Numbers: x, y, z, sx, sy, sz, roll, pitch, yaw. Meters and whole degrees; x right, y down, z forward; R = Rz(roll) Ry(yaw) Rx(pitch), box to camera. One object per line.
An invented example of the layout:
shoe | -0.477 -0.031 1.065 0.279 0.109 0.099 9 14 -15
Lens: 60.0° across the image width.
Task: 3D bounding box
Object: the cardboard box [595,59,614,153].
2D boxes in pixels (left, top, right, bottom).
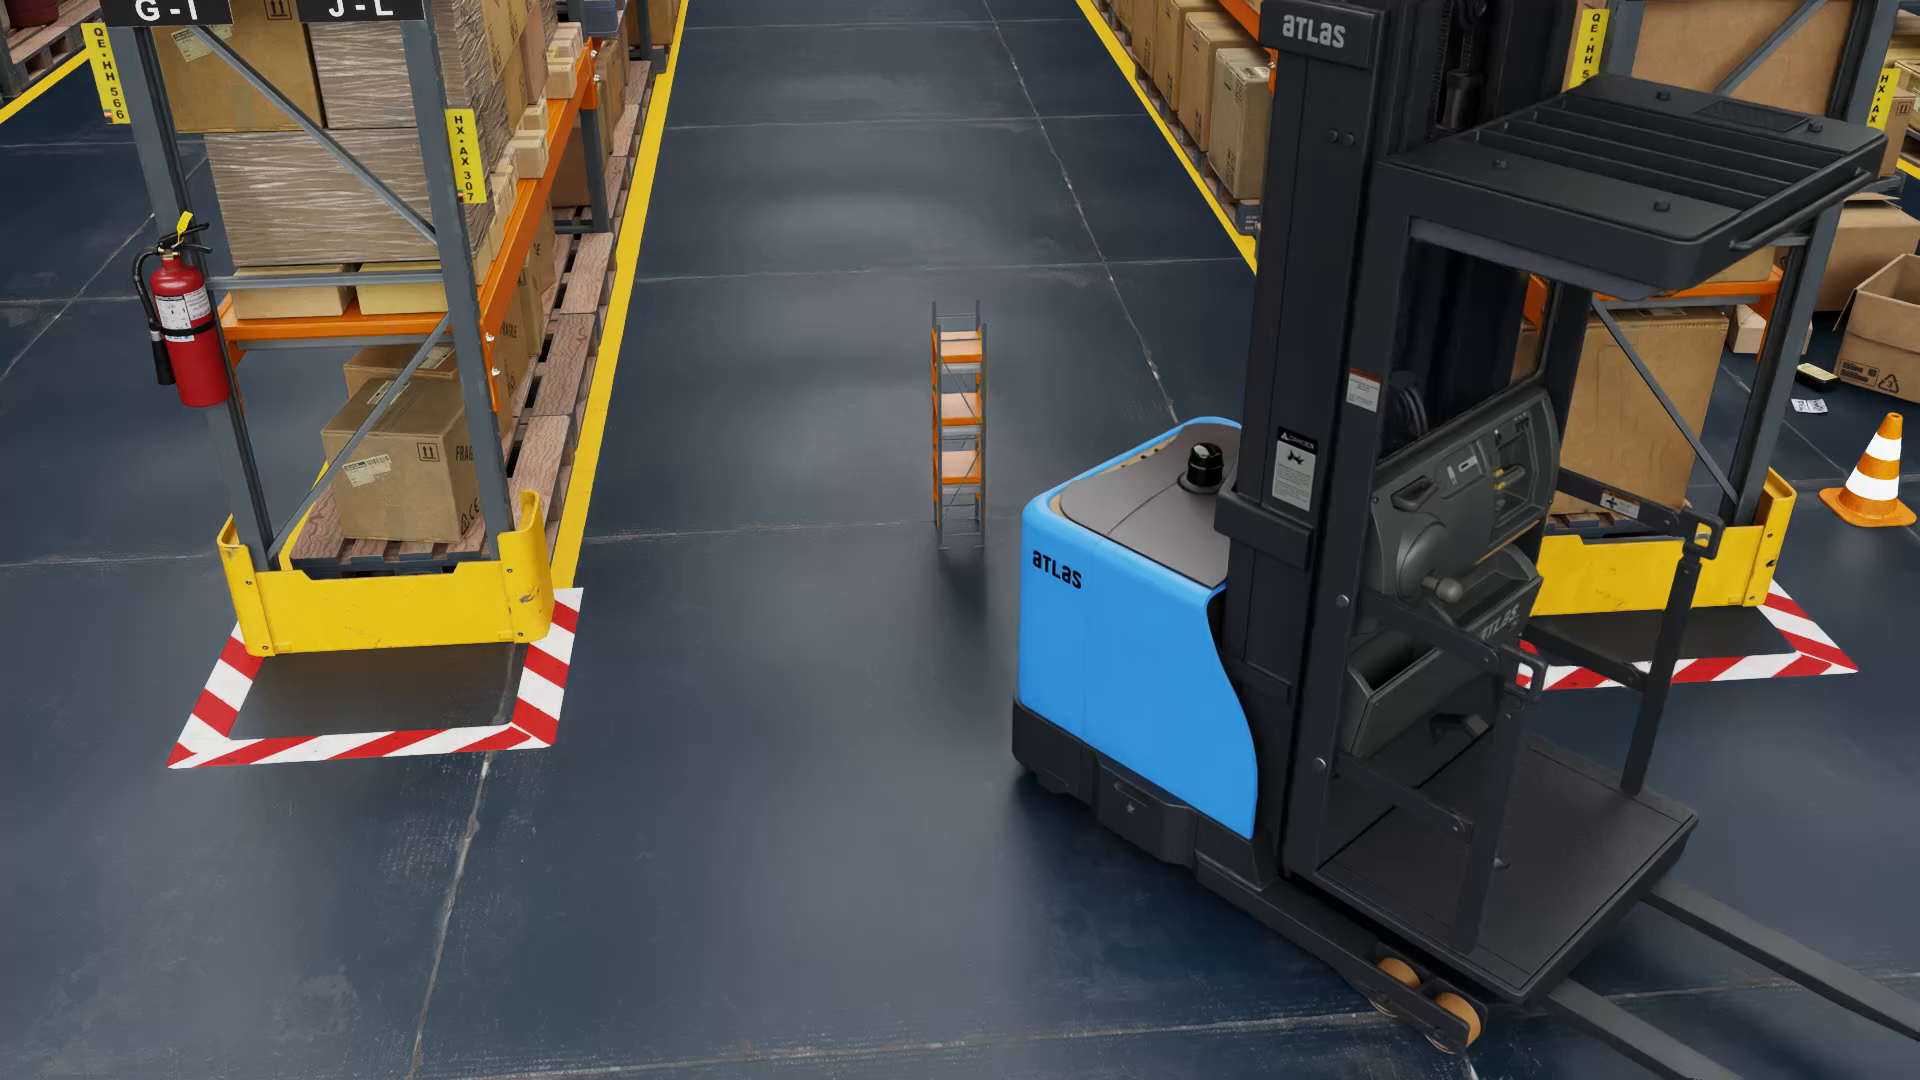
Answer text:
cardboard box | -2.715 -2.910 11.206 0.700 0.500 0.500 -5 31 -9

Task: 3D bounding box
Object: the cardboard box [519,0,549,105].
cardboard box | -2.461 -2.381 7.923 0.875 0.500 0.500 -3 31 -5

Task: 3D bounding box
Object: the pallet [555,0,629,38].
pallet | -2.527 -3.265 9.978 1.003 0.211 1.213 -3 31 -5

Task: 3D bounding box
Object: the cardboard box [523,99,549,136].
cardboard box | -2.162 -1.980 7.885 0.380 0.149 0.250 -3 31 -5

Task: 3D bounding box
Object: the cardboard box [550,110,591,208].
cardboard box | -2.636 -2.380 10.319 0.700 0.500 0.500 -5 31 -8

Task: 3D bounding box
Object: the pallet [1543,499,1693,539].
pallet | 2.569 -0.301 7.549 1.003 0.211 1.213 -3 31 -5

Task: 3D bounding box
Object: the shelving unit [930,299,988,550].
shelving unit | -0.005 -0.478 7.027 0.215 1.050 0.252 -3 31 -5

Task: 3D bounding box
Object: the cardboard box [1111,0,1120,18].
cardboard box | 1.607 -4.874 14.513 0.500 0.500 0.500 -2 31 -3

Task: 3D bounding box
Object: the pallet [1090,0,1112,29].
pallet | 1.791 -5.002 15.418 1.003 0.211 1.213 -3 31 -5

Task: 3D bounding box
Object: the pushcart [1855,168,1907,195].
pushcart | 5.001 -2.164 10.506 1.648 0.377 0.936 -14 33 -22

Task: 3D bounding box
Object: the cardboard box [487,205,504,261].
cardboard box | -2.028 -1.214 6.602 0.380 0.149 0.250 -3 31 -5

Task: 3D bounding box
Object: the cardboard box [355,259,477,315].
cardboard box | -2.016 -0.957 6.172 0.380 0.149 0.250 -3 31 -5

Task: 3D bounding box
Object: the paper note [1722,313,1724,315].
paper note | 4.296 -1.252 9.325 0.172 0.023 0.155 8 32 13

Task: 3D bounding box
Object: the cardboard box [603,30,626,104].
cardboard box | -2.827 -3.484 12.167 0.700 0.500 0.500 -5 31 -9

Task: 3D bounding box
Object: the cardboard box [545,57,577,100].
cardboard box | -2.176 -2.366 8.530 0.380 0.149 0.250 -3 31 -5

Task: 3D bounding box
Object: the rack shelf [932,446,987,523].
rack shelf | -0.005 -0.230 7.174 0.215 0.259 0.240 -3 31 -5

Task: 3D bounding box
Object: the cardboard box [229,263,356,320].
cardboard box | -2.459 -0.936 6.136 0.380 0.149 0.250 -3 31 -5

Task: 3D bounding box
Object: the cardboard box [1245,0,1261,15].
cardboard box | 2.033 -3.433 9.974 0.500 0.500 0.500 -3 31 -5

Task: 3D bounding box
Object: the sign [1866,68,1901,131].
sign | 3.274 -1.523 5.953 0.100 0.325 0.005 -3 31 -5

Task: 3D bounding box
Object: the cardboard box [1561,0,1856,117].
cardboard box | 2.725 -1.813 6.161 0.875 0.550 0.550 -3 31 -5

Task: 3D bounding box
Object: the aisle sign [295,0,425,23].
aisle sign | -1.922 -2.007 5.149 0.394 0.787 0.004 -3 31 -5

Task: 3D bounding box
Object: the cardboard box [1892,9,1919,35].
cardboard box | 7.013 -3.854 12.930 0.950 0.372 0.625 -3 31 -6

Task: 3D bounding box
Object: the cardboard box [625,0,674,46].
cardboard box | -3.018 -4.614 13.712 1.225 0.875 0.875 -4 31 -7

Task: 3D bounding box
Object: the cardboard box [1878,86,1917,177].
cardboard box | 5.497 -2.576 10.337 0.500 0.500 0.500 -3 31 -5

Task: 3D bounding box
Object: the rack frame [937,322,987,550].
rack frame | 0.006 -0.416 6.922 0.200 1.050 0.008 -3 31 -5

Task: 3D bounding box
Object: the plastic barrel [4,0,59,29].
plastic barrel | -8.073 -4.726 14.178 0.600 0.588 0.708 -3 31 -5

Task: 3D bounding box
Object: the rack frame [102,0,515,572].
rack frame | -2.226 -0.908 5.845 1.000 3.000 0.127 -3 31 -5

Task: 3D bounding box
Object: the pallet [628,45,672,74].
pallet | -2.973 -4.201 14.078 1.003 0.211 1.213 -3 31 -5

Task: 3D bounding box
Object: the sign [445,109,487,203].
sign | -1.686 -1.306 5.666 0.100 0.325 0.005 -3 31 -5

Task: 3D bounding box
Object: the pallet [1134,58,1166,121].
pallet | 1.972 -3.575 13.029 1.003 0.211 1.213 -3 31 -5

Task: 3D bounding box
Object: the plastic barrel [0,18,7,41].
plastic barrel | -7.968 -4.253 13.151 0.600 0.830 0.708 -3 31 -5

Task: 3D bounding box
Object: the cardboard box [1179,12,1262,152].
cardboard box | 2.114 -3.156 11.393 1.050 0.750 0.750 -3 31 -5

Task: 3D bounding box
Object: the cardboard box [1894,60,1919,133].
cardboard box | 7.144 -3.112 11.687 0.950 0.372 0.625 -1 31 -1

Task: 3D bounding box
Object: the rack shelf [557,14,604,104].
rack shelf | -2.787 -3.662 11.158 1.077 0.370 4.000 -3 31 -5

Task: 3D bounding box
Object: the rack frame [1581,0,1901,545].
rack frame | 2.721 -1.094 6.156 1.000 3.000 0.127 -3 31 -5

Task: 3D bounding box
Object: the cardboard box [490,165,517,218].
cardboard box | -2.089 -1.468 7.028 0.380 0.149 0.250 -3 31 -5

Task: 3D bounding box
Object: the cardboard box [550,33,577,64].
cardboard box | -2.274 -2.618 8.954 0.380 0.149 0.250 -3 31 -5

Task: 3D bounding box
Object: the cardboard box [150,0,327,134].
cardboard box | -2.524 -1.777 5.937 0.500 0.500 0.500 -3 31 -5

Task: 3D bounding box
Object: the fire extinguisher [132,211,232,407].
fire extinguisher | -2.675 -0.794 5.730 0.296 0.674 0.183 -3 31 -5

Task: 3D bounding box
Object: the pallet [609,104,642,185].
pallet | -2.791 -2.775 11.689 1.003 0.211 1.213 -3 31 -5

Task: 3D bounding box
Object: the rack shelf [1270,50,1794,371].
rack shelf | 2.534 -1.806 8.050 1.077 0.370 4.000 -3 31 -5

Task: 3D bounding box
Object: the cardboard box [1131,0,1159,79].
cardboard box | 1.941 -4.078 12.936 1.050 0.750 0.750 -3 31 -5

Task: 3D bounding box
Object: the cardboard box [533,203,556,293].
cardboard box | -2.542 -1.559 8.963 0.500 0.500 0.500 7 32 11

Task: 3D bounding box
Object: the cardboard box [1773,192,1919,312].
cardboard box | 4.860 -1.622 9.342 0.797 0.637 0.503 -3 31 -5

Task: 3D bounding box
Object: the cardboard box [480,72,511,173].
cardboard box | -2.420 -1.868 7.064 0.875 0.500 0.500 -3 31 -5

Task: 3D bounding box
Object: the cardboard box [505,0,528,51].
cardboard box | -2.094 -2.312 6.834 0.500 0.500 0.500 -3 31 -5

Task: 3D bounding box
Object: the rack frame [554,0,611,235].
rack frame | -2.600 -2.950 9.264 1.000 3.000 0.127 -3 31 -5

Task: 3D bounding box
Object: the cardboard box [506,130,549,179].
cardboard box | -2.059 -1.727 7.462 0.380 0.149 0.250 -3 31 -5

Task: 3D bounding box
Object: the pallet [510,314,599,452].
pallet | -2.385 -0.787 8.362 1.003 0.211 1.213 -3 31 -5

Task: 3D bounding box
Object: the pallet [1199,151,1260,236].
pallet | 2.200 -2.329 10.944 1.003 0.211 1.213 -3 31 -5

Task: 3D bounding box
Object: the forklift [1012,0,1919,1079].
forklift | 1.571 -0.085 4.535 1.130 2.935 3.031 -26 40 -37

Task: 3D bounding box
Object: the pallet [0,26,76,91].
pallet | -8.020 -3.958 13.671 1.003 0.211 1.213 -3 31 -5

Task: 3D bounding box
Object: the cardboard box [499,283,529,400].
cardboard box | -2.398 -0.959 7.958 0.500 0.500 0.500 0 31 0

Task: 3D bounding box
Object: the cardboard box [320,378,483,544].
cardboard box | -2.268 -0.335 6.913 0.500 0.500 0.500 3 31 5

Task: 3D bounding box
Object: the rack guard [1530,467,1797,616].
rack guard | 2.724 -0.009 6.777 1.175 0.500 0.348 -3 31 -5

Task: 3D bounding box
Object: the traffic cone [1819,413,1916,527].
traffic cone | 4.085 -0.344 7.375 0.336 0.463 0.334 -3 31 -5

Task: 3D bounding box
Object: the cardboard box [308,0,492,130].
cardboard box | -2.006 -1.802 5.978 0.500 0.500 0.500 -3 31 -5
